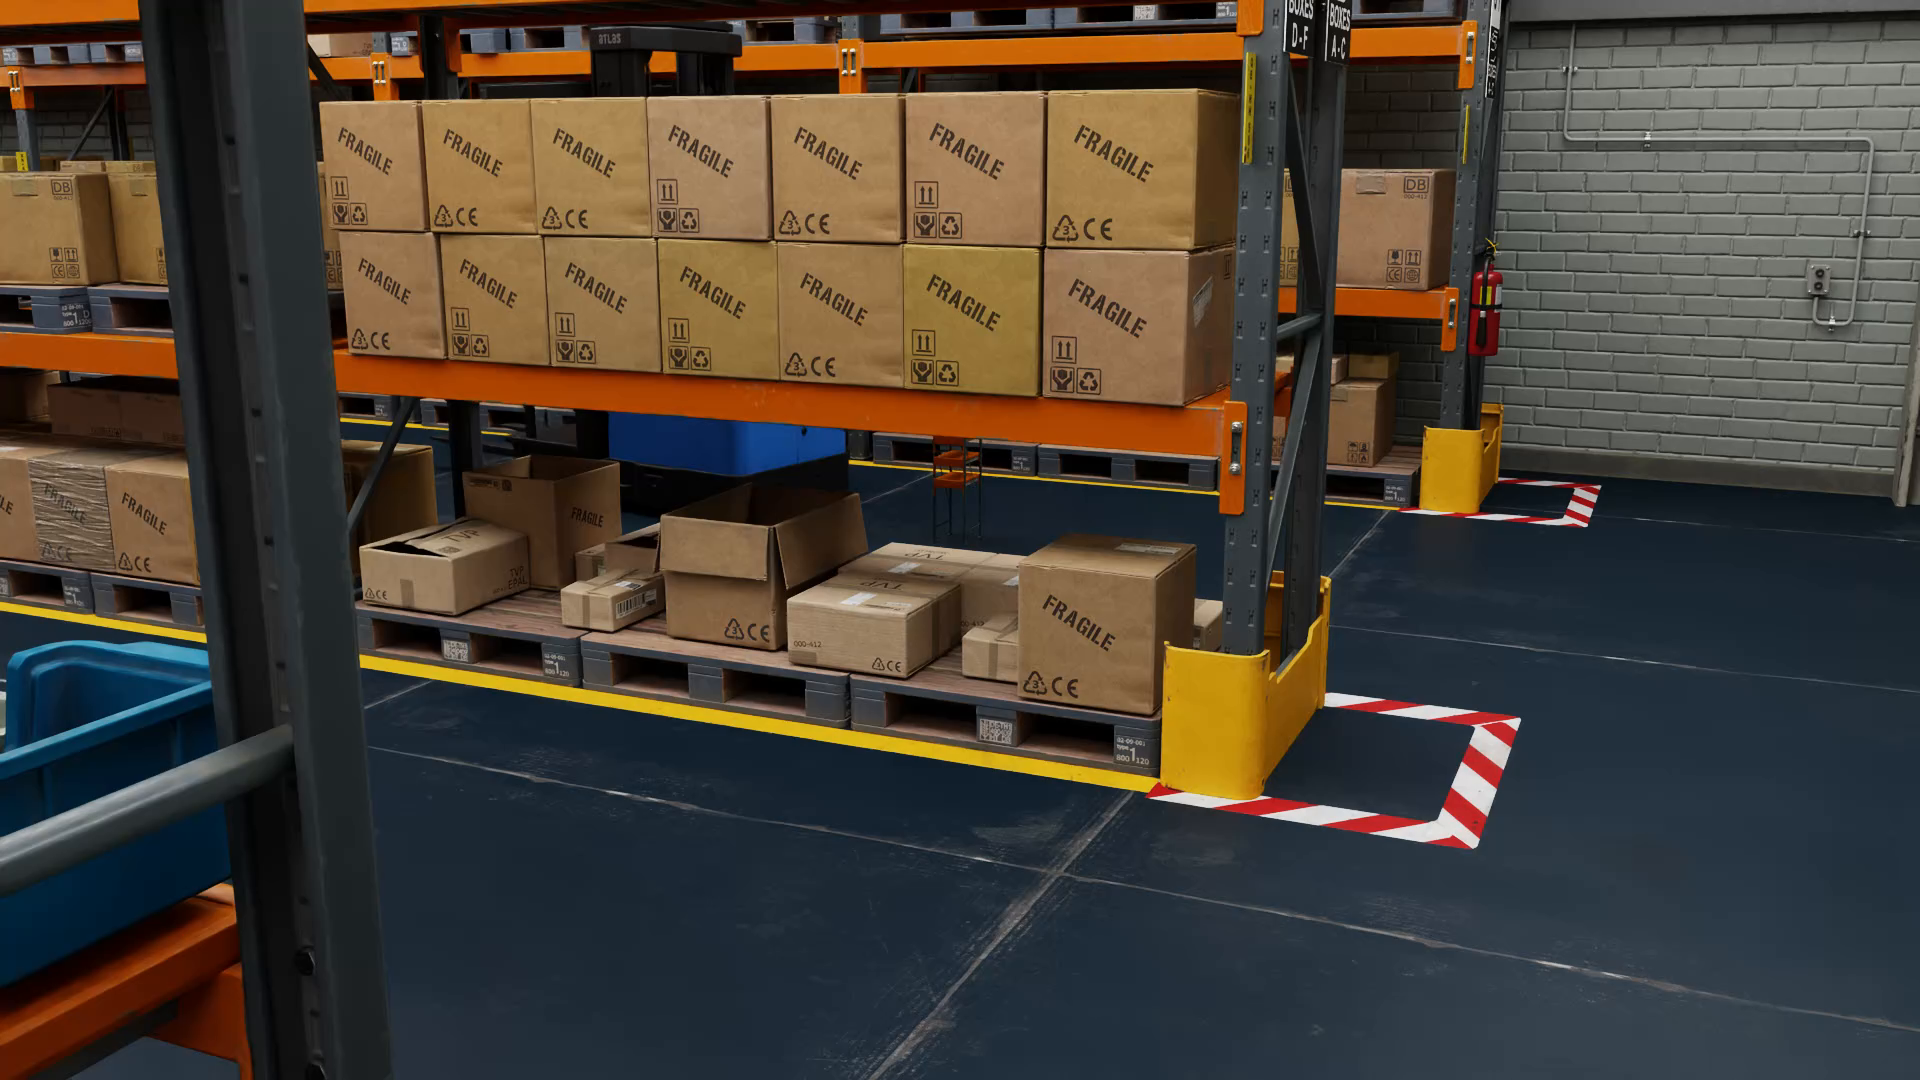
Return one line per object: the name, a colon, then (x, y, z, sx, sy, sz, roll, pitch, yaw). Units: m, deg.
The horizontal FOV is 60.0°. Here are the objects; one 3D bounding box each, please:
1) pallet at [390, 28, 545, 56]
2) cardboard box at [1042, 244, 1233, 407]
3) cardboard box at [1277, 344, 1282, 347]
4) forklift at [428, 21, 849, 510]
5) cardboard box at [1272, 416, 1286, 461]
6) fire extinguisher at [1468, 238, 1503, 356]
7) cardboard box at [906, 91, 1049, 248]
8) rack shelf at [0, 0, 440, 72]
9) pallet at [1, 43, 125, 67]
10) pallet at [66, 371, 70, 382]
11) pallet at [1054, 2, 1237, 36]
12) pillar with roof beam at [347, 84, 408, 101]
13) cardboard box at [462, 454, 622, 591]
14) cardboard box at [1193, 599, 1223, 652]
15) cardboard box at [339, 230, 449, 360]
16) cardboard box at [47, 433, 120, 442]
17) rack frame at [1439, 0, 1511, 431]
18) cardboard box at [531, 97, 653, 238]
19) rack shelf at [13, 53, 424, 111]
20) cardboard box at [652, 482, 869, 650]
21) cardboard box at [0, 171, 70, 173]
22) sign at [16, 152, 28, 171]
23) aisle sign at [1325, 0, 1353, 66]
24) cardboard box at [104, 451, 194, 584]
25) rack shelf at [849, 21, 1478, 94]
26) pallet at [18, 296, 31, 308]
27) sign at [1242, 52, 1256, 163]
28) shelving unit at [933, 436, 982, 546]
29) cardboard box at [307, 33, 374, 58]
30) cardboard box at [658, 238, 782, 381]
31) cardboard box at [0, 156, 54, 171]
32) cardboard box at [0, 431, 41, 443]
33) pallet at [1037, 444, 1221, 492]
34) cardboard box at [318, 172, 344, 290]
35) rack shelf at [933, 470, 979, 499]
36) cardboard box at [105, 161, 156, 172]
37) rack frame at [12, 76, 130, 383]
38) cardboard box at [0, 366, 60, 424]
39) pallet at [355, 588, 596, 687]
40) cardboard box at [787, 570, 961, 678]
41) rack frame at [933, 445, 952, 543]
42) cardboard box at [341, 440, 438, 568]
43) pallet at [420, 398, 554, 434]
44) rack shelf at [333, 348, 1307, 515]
pallet: (-3.573, -3.812, 12.781, 1.003, 0.211, 1.213, 7, 15, 26)
cardboard box: (0.609, -0.750, 5.666, 0.500, 0.500, 0.500, 6, 15, 25)
cardboard box: (1.954, -1.199, 10.931, 0.250, 0.149, 0.380, 6, 14, 24)
forklift: (-2.180, -1.773, 10.396, 3.031, 2.935, 1.130, 9, 16, 34)
cardboard box: (1.994, -0.829, 10.776, 0.500, 0.500, 0.700, 6, 14, 23)
fire extinguisher: (3.083, -1.422, 9.735, 0.183, 0.674, 0.296, 6, 14, 23)
cardboard box: (0.148, -1.283, 5.747, 0.500, 0.500, 0.500, 6, 15, 25)
rack shelf: (-4.357, -2.382, 7.849, 4.000, 0.370, 1.077, 6, 14, 23)
pallet: (-7.319, -4.152, 14.227, 1.003, 0.211, 1.213, 6, 14, 23)
pallet: (-8.468, -1.559, 15.438, 1.213, 0.211, 1.003, 6, 14, 23)
pallet: (1.330, -3.348, 10.585, 1.213, 0.211, 1.003, 6, 14, 23)
pillar with roof beam: (-6.765, -4.814, 10.074, 0.400, 9.000, 9.100, 6, 14, 23)
cardboard box: (-1.893, -0.091, 7.584, 0.500, 0.500, 0.500, 6, 14, 23)
cardboard box: (0.885, 0.346, 6.490, 0.250, 0.149, 0.380, 6, 14, 23)
cardboard box: (-2.173, -1.031, 6.866, 0.500, 0.500, 0.500, 6, 15, 25)
cardboard box: (-4.280, -0.321, 8.568, 0.500, 0.500, 0.500, 5, 14, 21)
rack frame: (3.132, -1.752, 10.154, 0.127, 3.000, 1.000, 6, 14, 23)
cardboard box: (-1.270, -1.425, 6.353, 0.500, 0.500, 0.500, 5, 14, 22)
rack shelf: (-6.011, -3.787, 13.837, 4.000, 0.370, 1.077, 6, 14, 23)
cardboard box: (-0.809, 0.087, 6.819, 0.637, 0.503, 0.797, 6, 14, 23)
cardboard box: (-4.806, -1.551, 8.160, 0.500, 0.500, 0.700, 9, 16, 34)
sign: (-8.053, -3.170, 14.301, 0.005, 0.325, 0.100, 6, 14, 23)
aisle sign: (1.310, -2.037, 5.681, 0.004, 0.787, 0.394, 6, 14, 23)
cardboard box: (-3.545, -0.117, 7.698, 0.500, 0.500, 0.500, 6, 14, 23)
rack shelf: (1.303, -3.047, 10.682, 4.000, 0.370, 1.077, 6, 14, 23)
pallet: (-5.538, -1.316, 8.715, 1.003, 0.211, 1.213, 6, 14, 23)
sign: (0.885, -1.320, 5.089, 0.005, 0.325, 0.100, 6, 14, 23)
shelving unit: (-0.013, -0.585, 9.123, 0.189, 1.200, 0.258, 6, 14, 23)
cardboard box: (-4.951, -3.929, 13.018, 0.500, 0.311, 0.500, 6, 14, 23)
cardboard box: (-0.782, -0.891, 6.268, 0.500, 0.500, 0.500, 6, 14, 22)
cardboard box: (-8.398, -3.143, 14.726, 0.500, 0.500, 0.500, 6, 14, 23)
cardboard box: (-4.948, -0.258, 8.296, 0.500, 0.500, 0.500, 6, 14, 22)
pallet: (1.257, -0.565, 11.201, 1.213, 0.211, 1.003, 6, 14, 23)
cardboard box: (-2.871, -1.431, 7.647, 0.500, 0.500, 0.700, 1, 13, 4)
rack shelf: (-0.013, -0.309, 9.188, 0.180, 0.103, 0.258, 6, 14, 23)
cardboard box: (-6.880, -3.018, 14.367, 0.500, 0.500, 0.700, 7, 15, 29)
rack frame: (-7.840, -2.862, 14.886, 0.127, 3.000, 1.000, 6, 14, 23)
cardboard box: (-5.183, -0.777, 8.869, 0.500, 0.250, 0.500, 6, 15, 25)
pallet: (-1.901, 0.335, 7.368, 1.213, 0.211, 1.003, 6, 14, 23)
cardboard box: (-0.325, 0.315, 6.404, 0.500, 0.250, 0.500, 6, 14, 23)
rack frame: (-0.097, -0.594, 9.160, 0.006, 1.200, 0.240, 6, 14, 23)
cardboard box: (-2.872, -0.180, 7.964, 0.500, 0.500, 0.500, 5, 14, 21)
pallet: (-3.493, -1.046, 13.249, 1.213, 0.211, 1.003, 6, 14, 23)
rack shelf: (-0.700, -0.552, 6.614, 4.000, 0.370, 1.077, 6, 14, 23)
